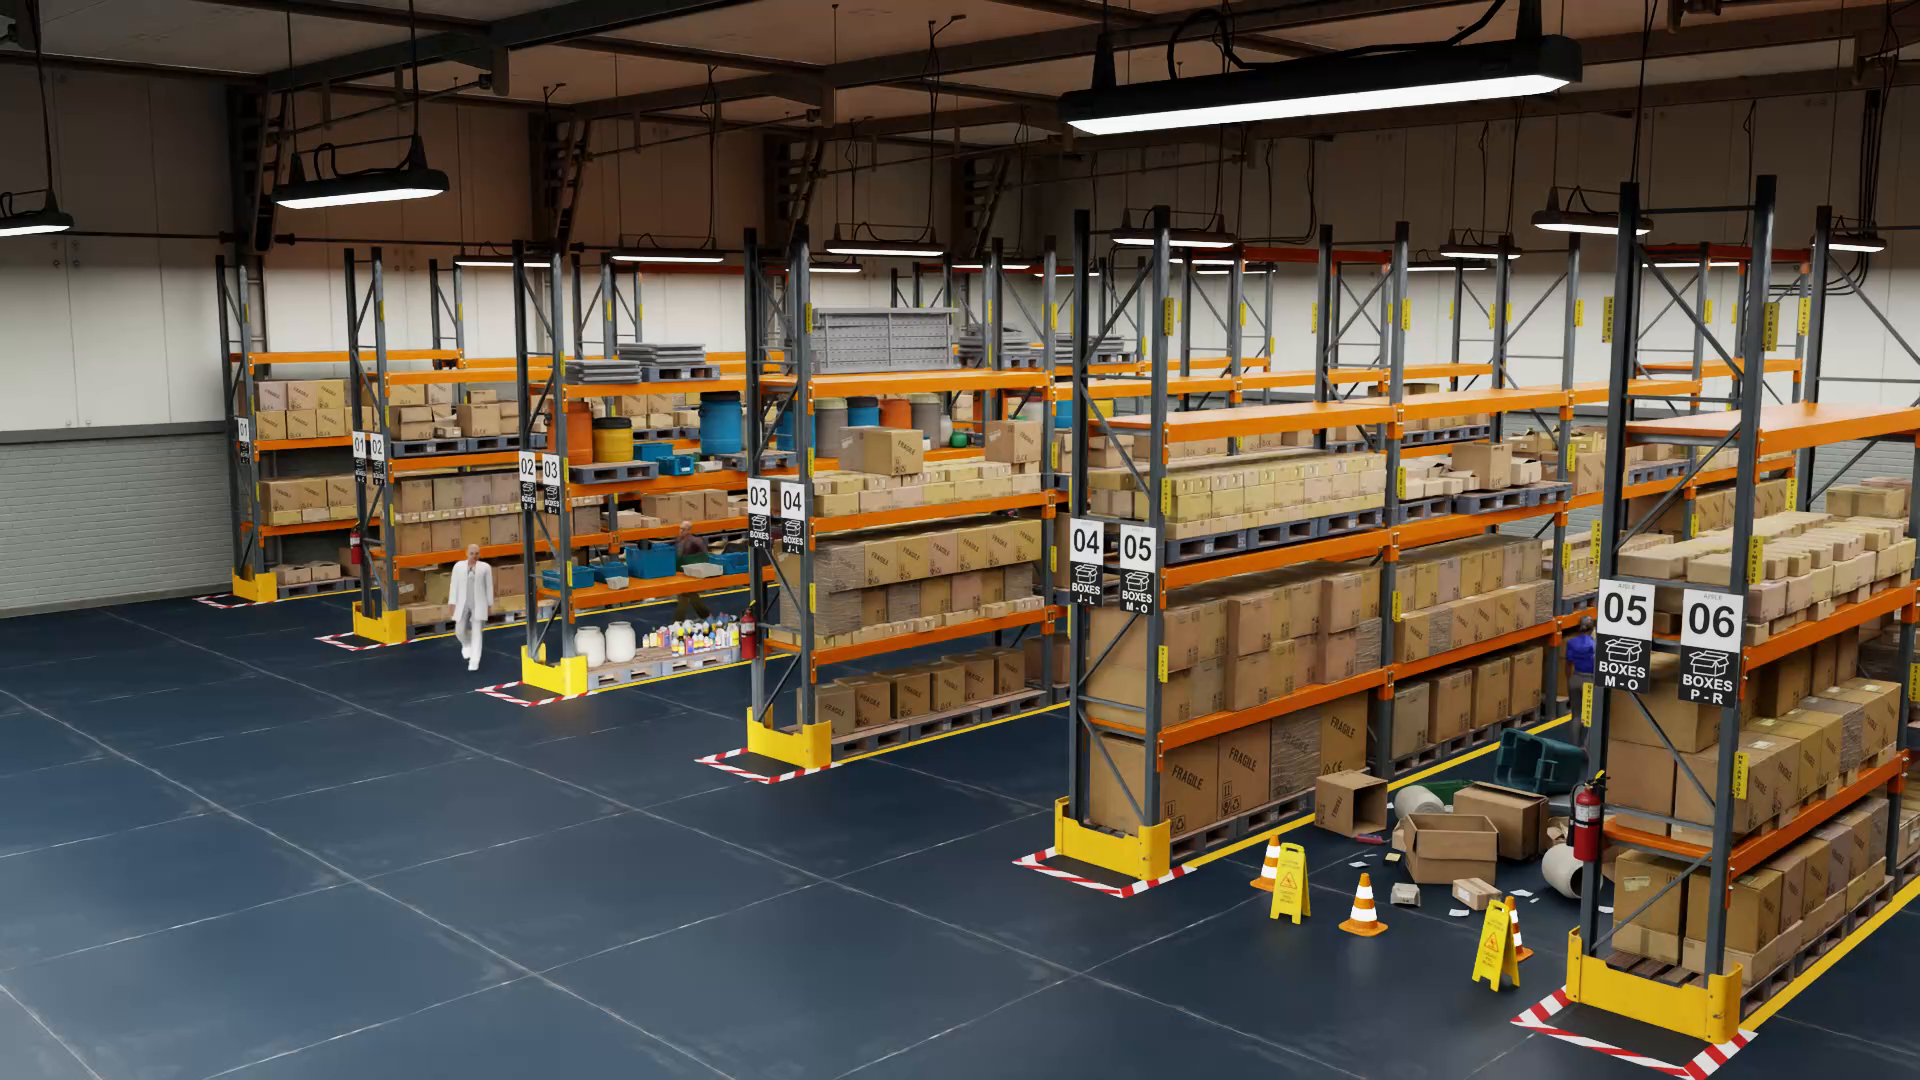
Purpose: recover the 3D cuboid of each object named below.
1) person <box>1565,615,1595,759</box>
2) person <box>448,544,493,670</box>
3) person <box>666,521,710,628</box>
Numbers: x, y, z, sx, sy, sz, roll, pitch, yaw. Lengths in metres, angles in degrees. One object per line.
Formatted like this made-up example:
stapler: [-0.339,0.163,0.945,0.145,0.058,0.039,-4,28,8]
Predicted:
person: [7.117,1.689,18.892,0.381,1.687,0.494,-6,10,-37]
person: [-6.969,0.937,23.678,0.617,1.762,0.766,-2,8,-11]
person: [-4.346,0.567,26.508,1.006,1.761,0.703,-7,11,-42]
